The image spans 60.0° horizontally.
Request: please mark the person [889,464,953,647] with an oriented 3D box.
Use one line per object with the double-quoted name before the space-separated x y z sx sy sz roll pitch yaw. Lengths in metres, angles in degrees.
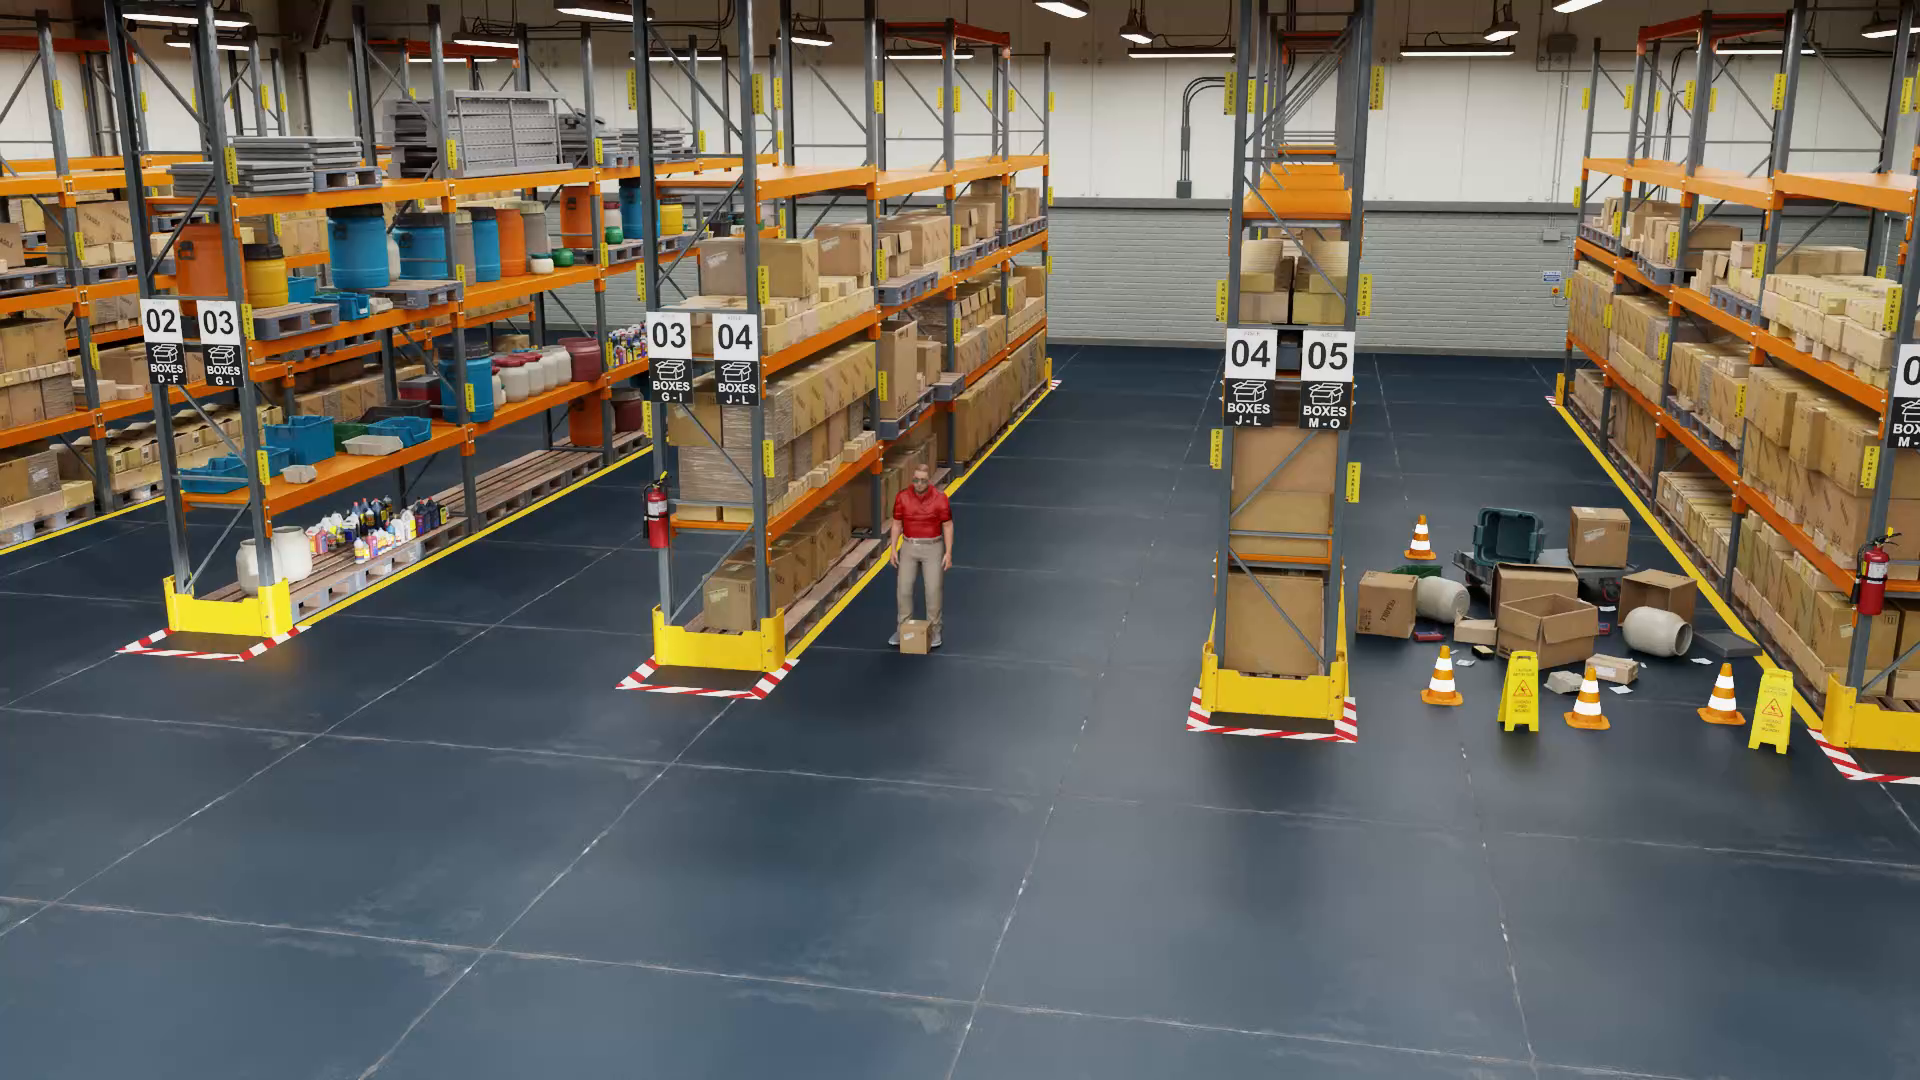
"person" -0.360 0.124 15.559 0.595 1.727 0.384 3 15 10
